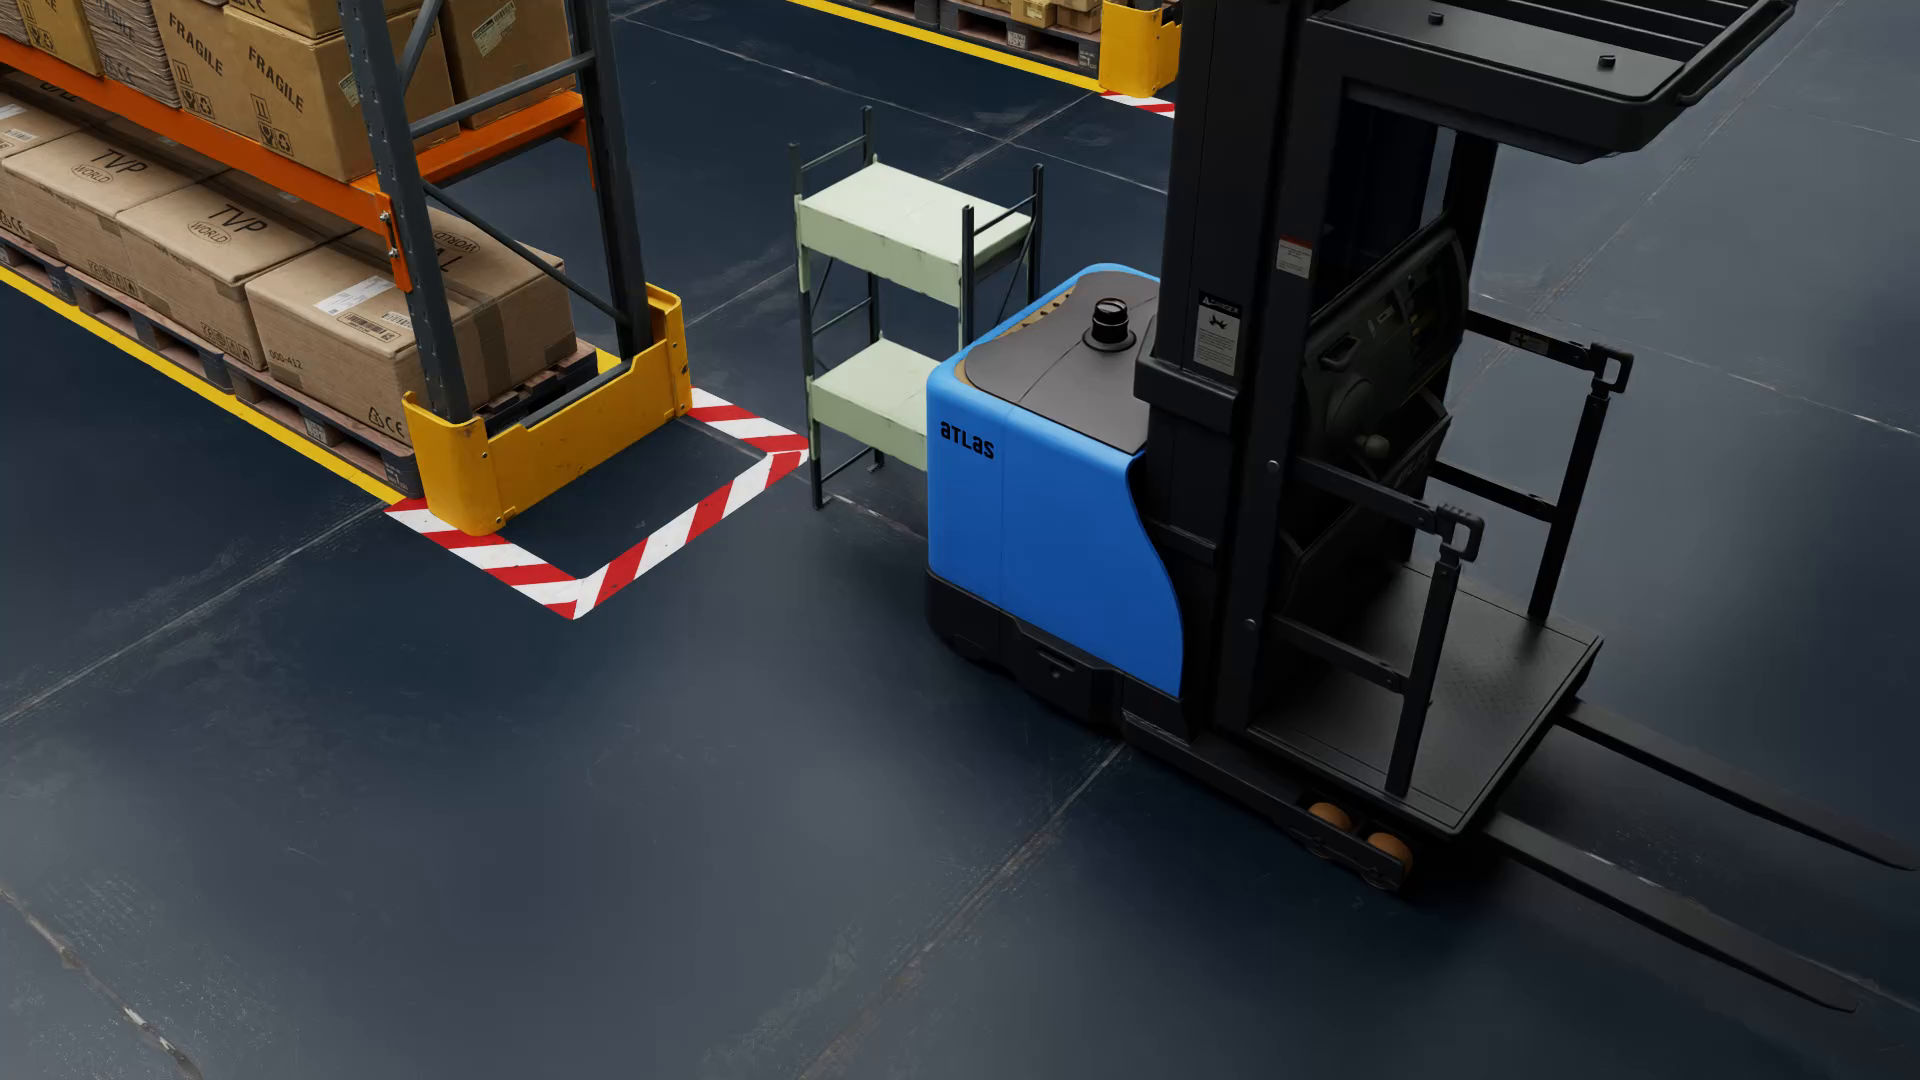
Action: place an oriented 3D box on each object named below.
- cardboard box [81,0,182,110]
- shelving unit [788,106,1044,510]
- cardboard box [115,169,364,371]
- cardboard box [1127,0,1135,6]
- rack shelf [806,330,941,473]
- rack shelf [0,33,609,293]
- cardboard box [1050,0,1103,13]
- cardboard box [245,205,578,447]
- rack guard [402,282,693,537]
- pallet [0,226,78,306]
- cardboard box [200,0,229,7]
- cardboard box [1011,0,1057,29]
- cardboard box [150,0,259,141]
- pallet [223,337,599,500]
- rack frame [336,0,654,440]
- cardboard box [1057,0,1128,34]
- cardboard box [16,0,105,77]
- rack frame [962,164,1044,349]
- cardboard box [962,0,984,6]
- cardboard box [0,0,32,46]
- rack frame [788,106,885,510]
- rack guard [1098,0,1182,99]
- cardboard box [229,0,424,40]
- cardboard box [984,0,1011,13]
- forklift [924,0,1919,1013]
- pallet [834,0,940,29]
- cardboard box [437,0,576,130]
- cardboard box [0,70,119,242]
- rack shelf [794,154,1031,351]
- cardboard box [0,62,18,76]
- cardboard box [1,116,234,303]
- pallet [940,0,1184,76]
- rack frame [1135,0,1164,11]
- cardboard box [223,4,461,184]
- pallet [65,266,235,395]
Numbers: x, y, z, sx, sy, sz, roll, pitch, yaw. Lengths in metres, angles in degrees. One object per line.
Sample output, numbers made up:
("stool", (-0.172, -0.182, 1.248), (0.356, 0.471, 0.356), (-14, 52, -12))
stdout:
("cardboard box", (-2.951, -2.009, 6.302), (0.500, 0.500, 0.500), (27, 45, 30))
("shelving unit", (-0.148, -0.665, 5.883), (0.755, 1.500, 0.431), (26, 45, 29))
("cardboard box", (-2.920, -1.229, 7.124), (0.875, 0.438, 0.875), (27, 45, 30))
("cardboard box", (1.103, -3.393, 10.123), (0.250, 0.149, 0.380), (26, 45, 29))
("rack shelf", (-0.148, -0.409, 6.084), (0.720, 0.370, 0.431), (26, 45, 29))
("rack shelf", (-3.191, -2.001, 6.957), (4.000, 0.370, 1.077), (25, 45, 29))
("cardboard box", (0.732, -3.215, 9.654), (0.250, 0.149, 0.380), (24, 44, 27))
("cardboard box", (-2.188, -0.890, 6.692), (0.875, 0.438, 0.875), (24, 44, 27))
("rack guard", (-1.584, -0.542, 6.537), (0.348, 0.500, 1.175), (25, 45, 29))
("pallet", (-4.224, -1.613, 8.139), (1.213, 0.211, 1.003), (25, 45, 29))
("cardboard box", (-2.563, -2.214, 5.753), (0.500, 0.500, 0.500), (25, 45, 29))
("cardboard box", (0.514, -3.182, 9.853), (0.250, 0.149, 0.380), (27, 45, 30))
("cardboard box", (-2.536, -1.821, 6.062), (0.500, 0.500, 0.500), (24, 44, 28))
("pallet", (-2.285, -0.699, 6.971), (1.213, 0.211, 1.003), (25, 45, 29))
("rack frame", (-1.603, -1.536, 5.778), (0.127, 3.000, 1.000), (25, 45, 29))
("cardboard box", (0.779, -3.135, 9.793), (0.250, 0.149, 0.380), (26, 45, 29))
("cardboard box", (-3.369, -2.196, 6.541), (0.500, 0.500, 0.500), (27, 45, 30))
("rack frame", (0.138, -0.525, 5.704), (0.023, 1.500, 0.400), (26, 45, 29))
("cardboard box", (0.152, -3.409, 10.143), (0.250, 0.149, 0.380), (26, 45, 29))
("cardboard box", (-3.778, -2.389, 6.787), (0.500, 0.500, 0.500), (26, 45, 29))
("rack frame", (-0.434, -0.806, 6.063), (0.023, 1.500, 0.400), (26, 45, 29))
("rack guard", (1.264, -3.042, 9.729), (0.348, 0.500, 1.175), (25, 45, 29))
("cardboard box", (-2.130, -2.033, 5.521), (0.500, 0.500, 0.500), (27, 45, 30))
("cardboard box", (0.356, -3.323, 10.033), (0.250, 0.149, 0.380), (25, 44, 28))
("forklift", (1.345, -0.493, 4.502), (3.031, 2.935, 1.130), (26, 45, 29))
("pallet", (-0.325, -3.707, 10.813), (1.213, 0.211, 1.003), (25, 45, 29))
("cardboard box", (-1.810, -1.895, 6.157), (0.500, 0.500, 0.500), (25, 44, 28))
("cardboard box", (-4.346, -1.903, 7.985), (0.875, 0.438, 0.875), (25, 44, 28))
("rack shelf", (-0.148, -0.973, 5.643), (0.720, 0.370, 0.431), (26, 45, 29))
("cardboard box", (-5.321, -2.556, 8.464), (0.875, 0.875, 0.875), (27, 45, 30))
("cardboard box", (-3.635, -1.568, 7.557), (0.875, 0.438, 0.875), (24, 44, 27))
("pallet", (0.640, -3.249, 10.229), (1.213, 0.211, 1.003), (25, 45, 29))
("rack frame", (1.324, -3.997, 8.922), (0.127, 3.000, 1.000), (25, 45, 29))
("cardboard box", (-2.147, -1.626, 5.813), (0.500, 0.500, 0.500), (26, 45, 29))
("pallet", (-3.250, -1.156, 7.555), (1.213, 0.211, 1.003), (25, 45, 29))
